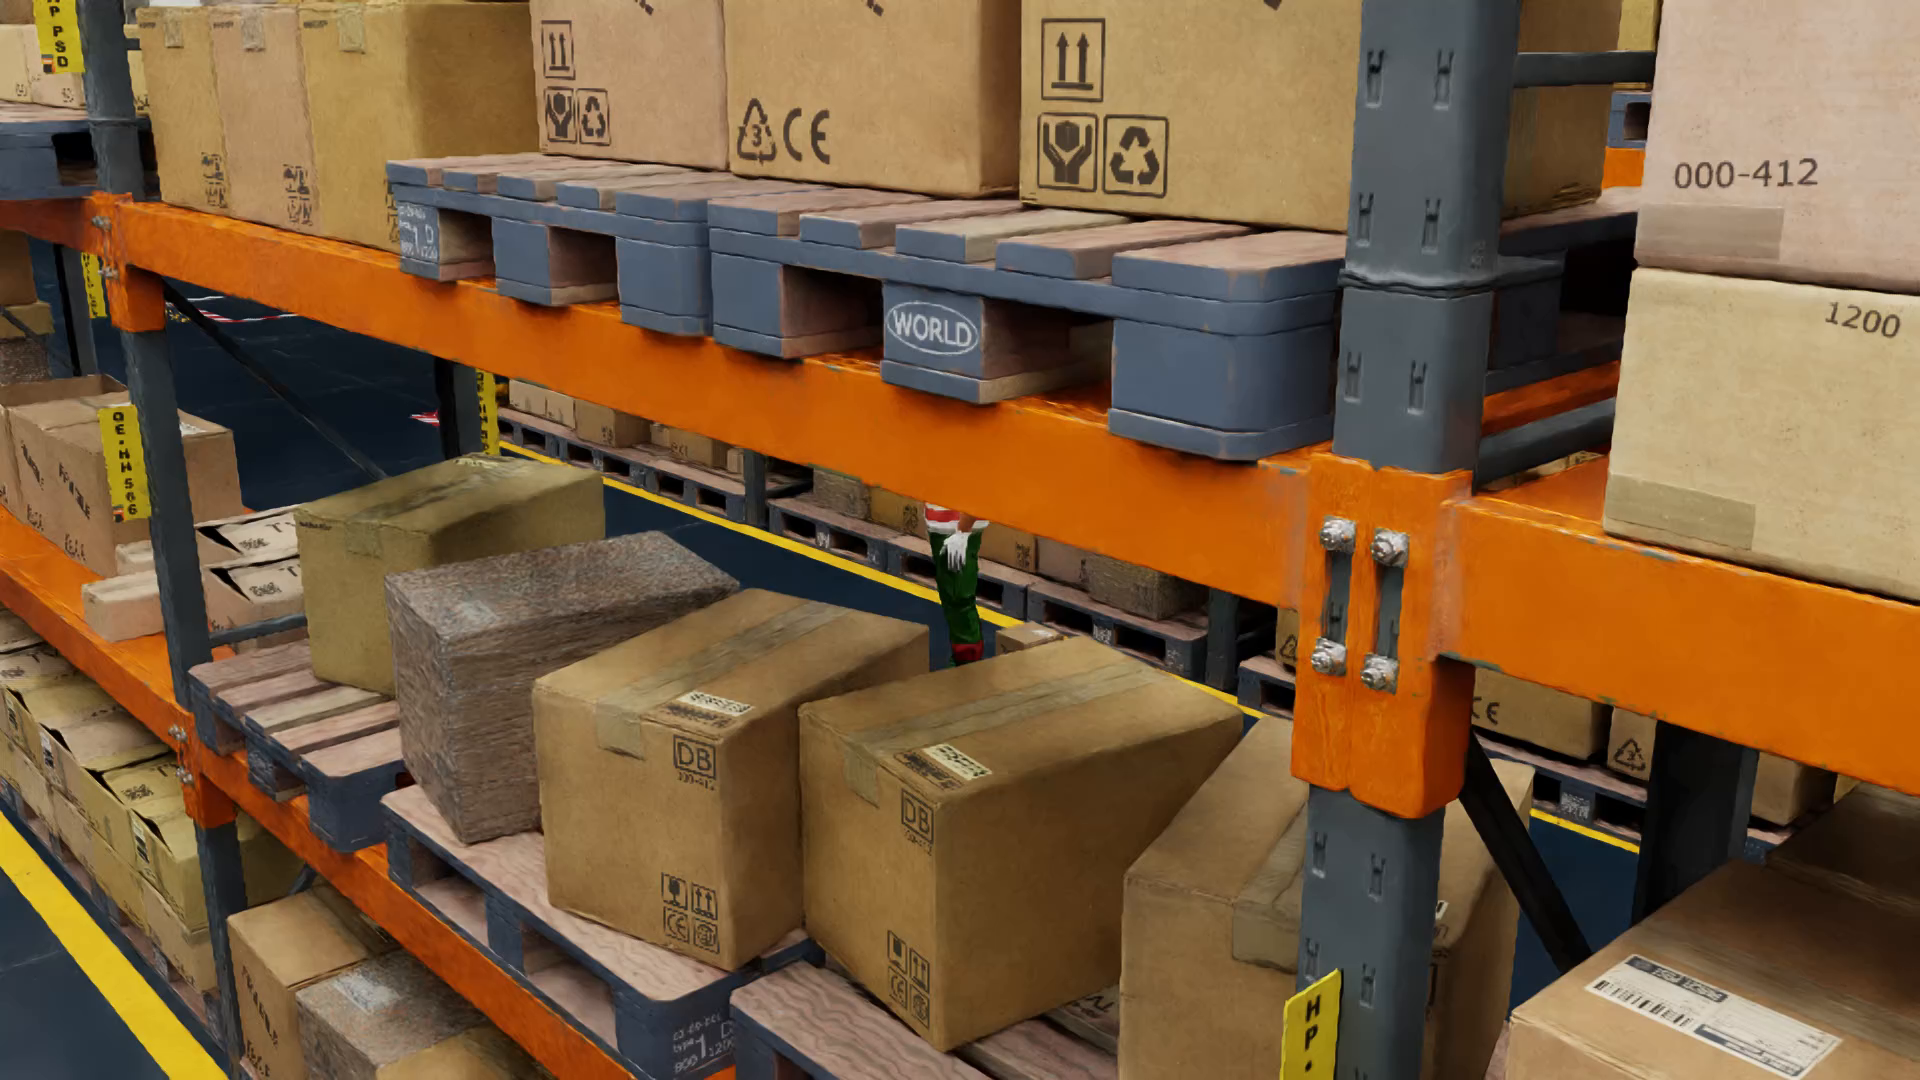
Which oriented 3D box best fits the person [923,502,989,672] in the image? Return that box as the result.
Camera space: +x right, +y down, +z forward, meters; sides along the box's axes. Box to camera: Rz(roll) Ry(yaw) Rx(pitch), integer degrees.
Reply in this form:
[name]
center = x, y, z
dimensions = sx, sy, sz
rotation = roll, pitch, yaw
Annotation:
[person]
center = -0.042, -0.063, 8.146
dimensions = 0.354, 1.800, 0.541
rotation = -3, 17, -8
